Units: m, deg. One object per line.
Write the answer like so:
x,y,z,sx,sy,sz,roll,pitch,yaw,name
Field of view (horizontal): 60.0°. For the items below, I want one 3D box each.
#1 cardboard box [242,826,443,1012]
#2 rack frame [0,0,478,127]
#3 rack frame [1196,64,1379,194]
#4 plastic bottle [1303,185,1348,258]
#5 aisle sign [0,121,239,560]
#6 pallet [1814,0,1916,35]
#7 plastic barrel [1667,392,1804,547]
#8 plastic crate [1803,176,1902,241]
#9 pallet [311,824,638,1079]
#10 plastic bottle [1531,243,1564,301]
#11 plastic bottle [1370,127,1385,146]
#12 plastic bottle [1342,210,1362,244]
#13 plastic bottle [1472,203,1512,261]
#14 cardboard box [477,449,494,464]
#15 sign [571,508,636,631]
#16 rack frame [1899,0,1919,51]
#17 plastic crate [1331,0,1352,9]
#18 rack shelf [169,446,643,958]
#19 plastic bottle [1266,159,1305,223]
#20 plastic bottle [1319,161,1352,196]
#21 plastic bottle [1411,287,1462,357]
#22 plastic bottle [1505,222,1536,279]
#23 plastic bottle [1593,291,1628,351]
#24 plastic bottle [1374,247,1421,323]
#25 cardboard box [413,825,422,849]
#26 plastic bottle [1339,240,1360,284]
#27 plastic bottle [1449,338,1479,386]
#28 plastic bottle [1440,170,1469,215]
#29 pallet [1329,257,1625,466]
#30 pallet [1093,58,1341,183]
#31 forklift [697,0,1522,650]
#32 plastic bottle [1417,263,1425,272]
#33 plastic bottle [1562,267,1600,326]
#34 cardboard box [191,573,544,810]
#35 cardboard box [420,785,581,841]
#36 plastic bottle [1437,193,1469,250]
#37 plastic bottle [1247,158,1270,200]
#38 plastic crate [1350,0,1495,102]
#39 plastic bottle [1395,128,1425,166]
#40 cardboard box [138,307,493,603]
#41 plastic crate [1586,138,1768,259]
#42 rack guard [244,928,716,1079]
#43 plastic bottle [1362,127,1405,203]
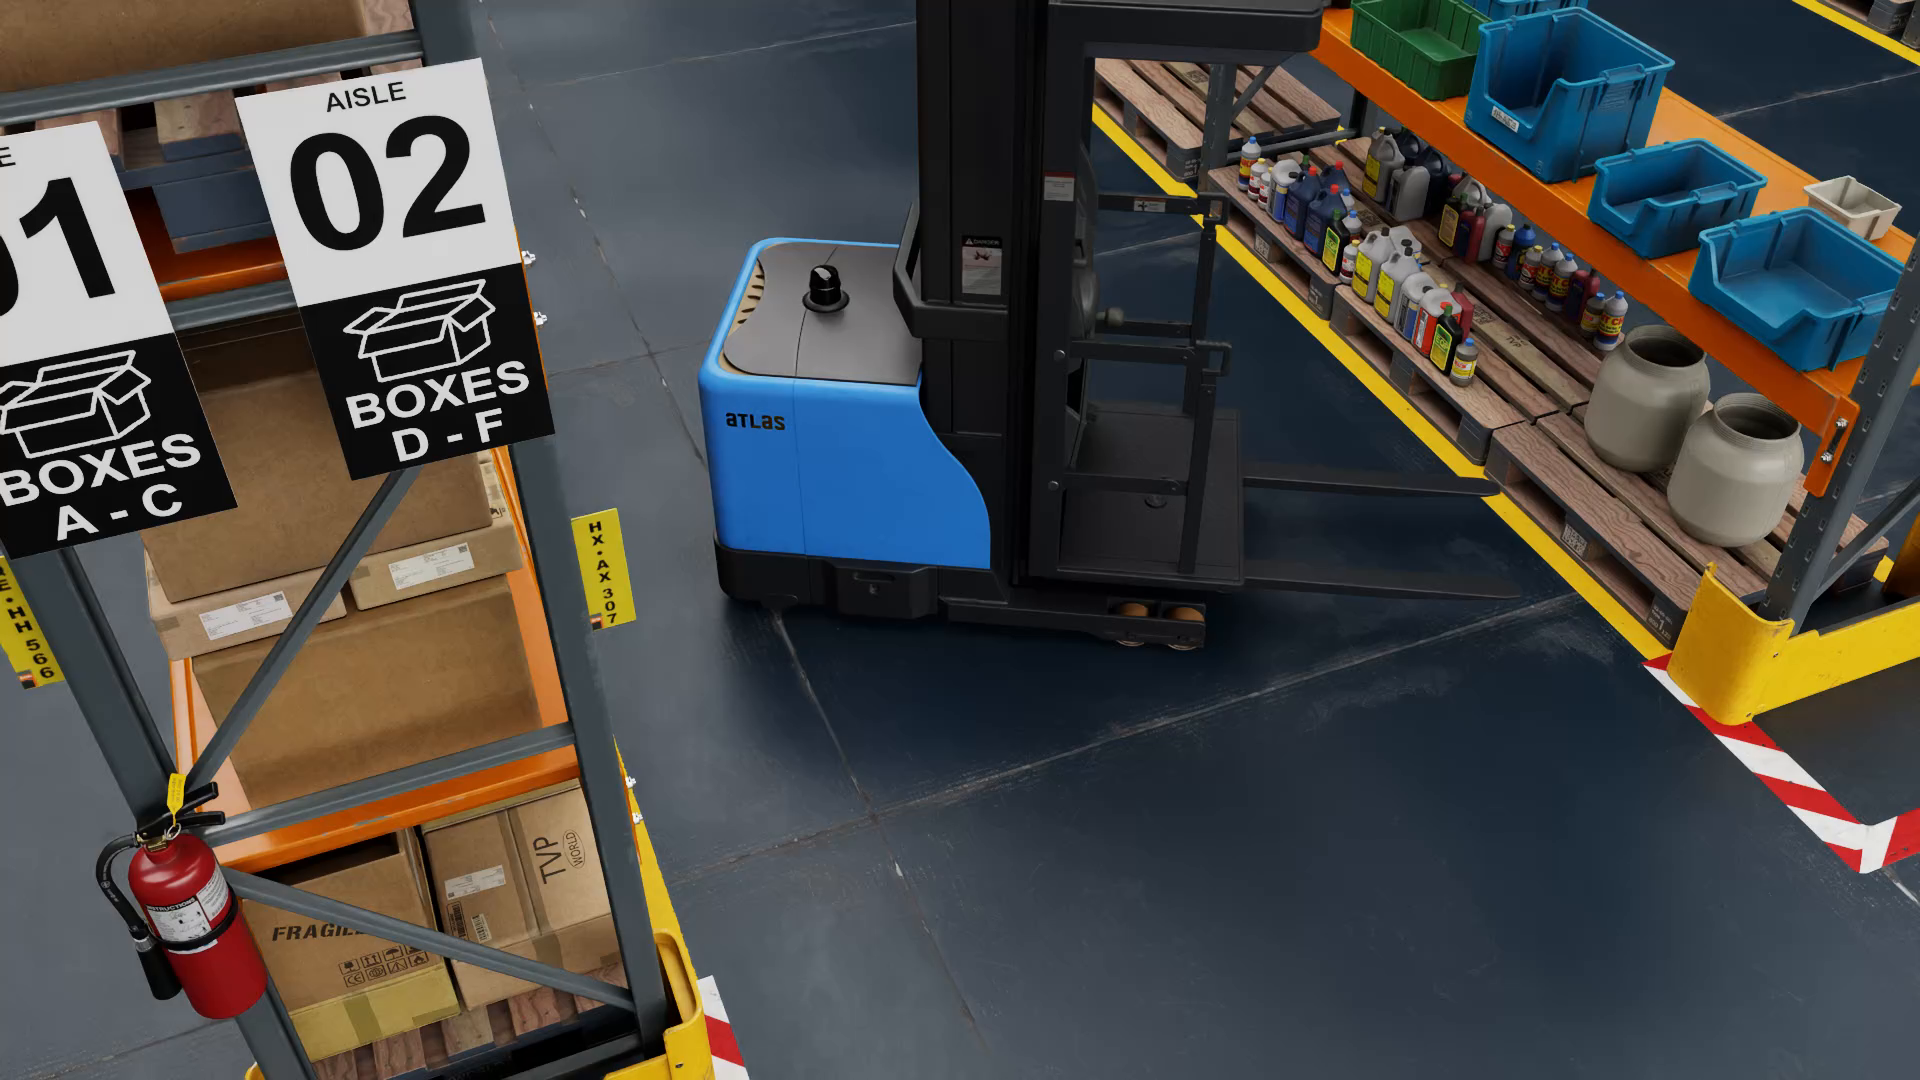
-1.775,0.911,4.601,0.500,0.500,0.500,-15,43,-17,cardboard box
-1.295,-1.714,1.841,1.000,3.000,0.127,-15,43,-17,rack frame
1.753,-3.082,8.033,1.000,3.000,0.127,-15,43,-17,rack frame
1.750,-1.541,7.936,0.144,0.351,0.185,-17,43,-19,plastic bottle
-1.541,-0.312,2.818,0.394,0.787,0.004,-15,43,-17,aisle sign
6.030,-3.729,10.924,1.003,0.211,1.213,-15,43,-17,pallet
2.961,-0.266,6.344,0.421,0.512,0.421,0,41,0,plastic barrel
3.238,-1.192,6.037,0.298,0.136,0.250,-15,43,-17,plastic crate
-1.626,1.168,5.230,1.003,0.211,1.213,-15,43,-17,pallet
2.708,-1.241,7.648,0.097,0.271,0.097,0,41,0,plastic bottle
2.179,-2.047,8.639,0.097,0.201,0.097,0,41,0,plastic bottle
1.841,-1.432,7.869,0.097,0.271,0.097,0,41,0,plastic bottle
2.521,-1.491,7.935,0.152,0.276,0.135,-14,43,-16,plastic bottle
-1.349,-0.171,4.074,0.380,0.149,0.250,-16,43,-18,cardboard box
-0.780,0.068,3.646,0.100,0.325,0.005,-15,43,-17,sign
6.329,-4.318,9.470,1.000,3.000,0.127,-15,43,-17,rack frame
1.836,-2.711,7.650,0.767,0.338,0.504,-15,43,-17,plastic crate
-2.060,-0.371,5.432,1.077,0.370,4.000,-15,43,-17,rack shelf
1.619,-1.727,8.209,0.152,0.276,0.135,-14,43,-15,plastic bottle
1.811,-1.691,8.110,0.144,0.351,0.185,-15,43,-17,plastic bottle
2.104,-0.962,7.320,0.152,0.276,0.135,-15,43,-17,plastic bottle
2.630,-1.363,7.790,0.097,0.271,0.097,0,41,0,plastic bottle
2.877,-0.975,7.338,0.097,0.271,0.097,0,41,0,plastic bottle
1.984,-1.173,7.507,0.144,0.351,0.185,-13,42,-15,plastic bottle
-1.975,0.897,5.193,0.500,0.250,0.500,-15,43,-17,cardboard box
1.837,-1.308,7.779,0.097,0.201,0.097,0,41,0,plastic bottle
2.176,-0.775,7.160,0.097,0.201,0.097,0,41,0,plastic bottle
2.440,-1.699,8.172,0.061,0.283,0.133,-12,42,-14,plastic bottle
2.442,-0.874,7.604,1.003,0.211,1.213,-15,43,-17,pallet
1.416,-2.488,9.481,1.003,0.211,1.213,-15,43,-17,pallet
0.619,-1.064,5.740,3.031,2.935,1.130,4,41,5,forklift
2.079,-1.173,7.622,0.097,0.201,0.097,0,41,0,plastic bottle
2.808,-1.120,7.498,0.061,0.283,0.133,-14,43,-16,plastic bottle
-1.461,0.239,4.095,0.700,0.500,0.500,-15,43,-17,cardboard box
-1.489,0.766,5.346,0.500,0.250,0.500,-15,43,-17,cardboard box
2.378,-1.552,8.000,0.061,0.283,0.133,-15,43,-17,plastic bottle
1.509,-1.825,8.381,0.097,0.201,0.097,0,41,0,plastic bottle
2.011,-2.113,7.070,0.450,0.188,0.662,-15,43,-17,plastic crate
2.265,-1.928,8.386,0.144,0.351,0.185,-16,43,-18,plastic bottle
-1.482,-0.285,3.709,0.700,0.500,0.500,-15,43,-17,cardboard box
2.572,-1.235,6.000,0.499,0.251,0.408,-15,43,-17,plastic crate
-1.285,1.523,4.595,1.175,0.500,0.348,-15,43,-17,rack guard
2.132,-1.892,8.344,0.144,0.351,0.185,-15,43,-17,plastic bottle
